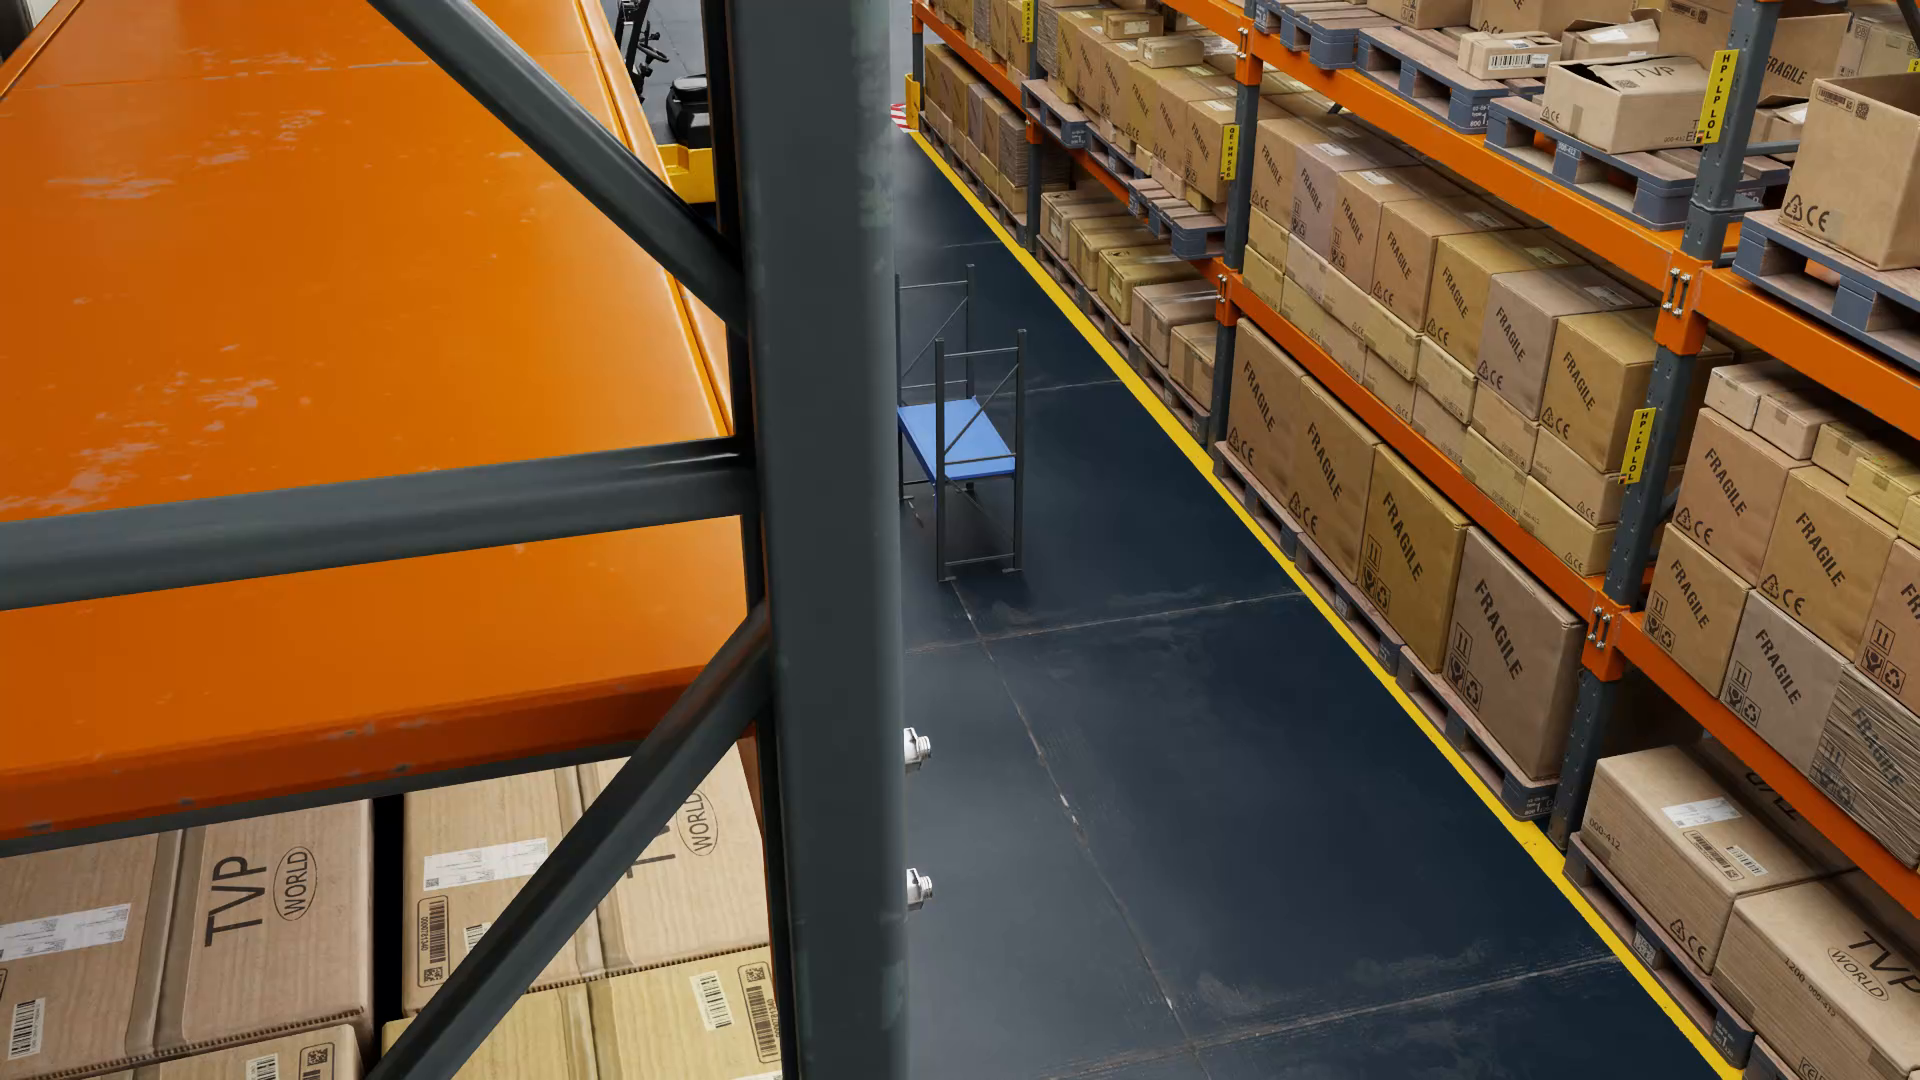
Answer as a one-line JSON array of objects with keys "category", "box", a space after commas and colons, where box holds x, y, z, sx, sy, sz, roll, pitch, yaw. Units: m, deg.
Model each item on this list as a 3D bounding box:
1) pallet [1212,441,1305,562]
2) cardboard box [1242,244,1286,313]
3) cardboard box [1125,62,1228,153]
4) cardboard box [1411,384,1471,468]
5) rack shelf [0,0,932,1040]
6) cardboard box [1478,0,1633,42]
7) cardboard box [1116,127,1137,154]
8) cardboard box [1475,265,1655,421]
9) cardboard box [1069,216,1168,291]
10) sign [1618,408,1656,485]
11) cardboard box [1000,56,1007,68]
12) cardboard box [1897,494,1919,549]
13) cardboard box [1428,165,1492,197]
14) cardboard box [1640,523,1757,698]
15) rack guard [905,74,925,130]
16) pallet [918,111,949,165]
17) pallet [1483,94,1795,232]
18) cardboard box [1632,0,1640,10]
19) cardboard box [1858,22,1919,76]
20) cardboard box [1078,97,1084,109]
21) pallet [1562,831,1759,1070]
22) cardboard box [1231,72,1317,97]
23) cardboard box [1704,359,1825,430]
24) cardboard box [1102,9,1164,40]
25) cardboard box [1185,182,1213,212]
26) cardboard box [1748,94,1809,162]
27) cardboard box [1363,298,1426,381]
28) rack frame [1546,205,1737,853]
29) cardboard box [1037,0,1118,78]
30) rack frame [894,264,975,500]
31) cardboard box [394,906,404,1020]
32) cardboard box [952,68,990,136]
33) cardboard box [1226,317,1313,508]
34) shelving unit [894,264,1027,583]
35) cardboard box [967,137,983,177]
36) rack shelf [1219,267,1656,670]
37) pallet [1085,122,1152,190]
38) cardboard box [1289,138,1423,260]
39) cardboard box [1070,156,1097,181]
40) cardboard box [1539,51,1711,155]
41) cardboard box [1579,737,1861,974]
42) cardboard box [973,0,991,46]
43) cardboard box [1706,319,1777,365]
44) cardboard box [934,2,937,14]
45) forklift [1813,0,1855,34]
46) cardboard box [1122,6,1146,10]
[{"category": "pallet", "box": [2.263, -0.312, 10.309, 1.003, 0.211, 1.213, -8, 31, -13]}, {"category": "cardboard box", "box": [2.014, -1.575, 9.857, 0.500, 0.250, 0.500, -8, 31, -14]}, {"category": "cardboard box", "box": [1.455, -2.938, 11.247, 0.500, 0.500, 0.500, -10, 32, -17]}, {"category": "cardboard box", "box": [2.576, -0.588, 8.153, 0.500, 0.250, 0.500, -9, 31, -15]}, {"category": "rack shelf", "box": [-1.066, -0.634, 2.814, 1.077, 0.370, 4.000, -8, 31, -13]}, {"category": "cardboard box", "box": [2.874, -2.620, 8.000, 0.500, 0.500, 0.500, -8, 31, -13]}, {"category": "cardboard box", "box": [1.325, -2.848, 11.738, 0.380, 0.149, 0.250, -9, 31, -15]}, {"category": "cardboard box", "box": [2.683, -0.885, 7.418, 0.500, 0.500, 0.500, -7, 31, -12]}, {"category": "cardboard box", "box": [1.401, -2.286, 13.141, 0.950, 0.372, 0.625, -6, 31, -10]}, {"category": "sign", "box": [2.668, -0.368, 6.545, 0.100, 0.325, 0.005, -8, 31, -13]}, {"category": "cardboard box", "box": [0.566, -4.226, 14.538, 0.380, 0.149, 0.250, -8, 31, -14]}, {"category": "cardboard box", "box": [3.263, -0.048, 5.324, 0.380, 0.149, 0.250, -9, 31, -15]}, {"category": "cardboard box", "box": [2.785, -1.683, 8.797, 0.500, 0.500, 0.500, -8, 31, -13]}, {"category": "cardboard box", "box": [3.060, 0.240, 6.472, 0.500, 0.500, 0.500, -7, 31, -12]}, {"category": "rack guard", "box": [0.023, -4.655, 17.524, 1.175, 0.500, 0.348, -8, 31, -13]}, {"category": "pallet", "box": [0.205, -4.133, 16.911, 1.003, 0.211, 1.213, -8, 31, -13]}, {"category": "pallet", "box": [2.897, -1.629, 6.999, 0.805, 0.209, 1.217, -9, 31, -15]}, {"category": "cardboard box", "box": [5.948, -4.786, 14.157, 0.700, 0.500, 0.500, -8, 31, -14]}, {"category": "cardboard box", "box": [6.763, -3.311, 11.609, 0.700, 0.500, 0.500, -8, 31, -14]}, {"category": "cardboard box", "box": [1.114, -3.357, 12.618, 0.380, 0.149, 0.250, -6, 31, -10]}, {"category": "pallet", "box": [3.315, 1.607, 6.994, 1.003, 0.211, 1.213, -8, 31, -13]}, {"category": "cardboard box", "box": [2.085, -2.762, 10.943, 0.500, 0.500, 0.500, -6, 31, -11]}, {"category": "cardboard box", "box": [3.022, -0.548, 6.187, 0.380, 0.149, 0.250, -8, 31, -14]}, {"category": "cardboard box", "box": [1.236, -3.691, 11.900, 0.380, 0.149, 0.250, -6, 31, -10]}, {"category": "cardboard box", "box": [1.672, -2.230, 10.670, 0.380, 0.149, 0.250, -7, 31, -13]}, {"category": "cardboard box", "box": [3.393, -1.688, 6.623, 0.396, 0.266, 0.258, -8, 31, -14]}, {"category": "cardboard box", "box": [2.401, -1.045, 8.442, 0.500, 0.250, 0.500, -7, 31, -12]}, {"category": "rack frame", "box": [3.188, 0.022, 6.948, 1.000, 3.000, 0.127, -8, 31, -13]}, {"category": "cardboard box", "box": [0.913, -3.931, 12.962, 0.500, 0.500, 0.500, -7, 31, -12]}, {"category": "rack frame", "box": [-0.158, -0.936, 10.101, 0.500, 1.500, 0.032, -8, 31, -13]}, {"category": "cardboard box", "box": [-1.063, 0.829, 2.412, 0.500, 0.250, 0.500, -8, 31, -13]}, {"category": "cardboard box", "box": [0.226, -4.157, 15.745, 0.500, 0.500, 0.500, -7, 31, -12]}, {"category": "cardboard box", "box": [2.230, -0.827, 10.118, 0.875, 0.875, 0.875, -8, 31, -14]}, {"category": "shelving unit", "box": [-0.023, -0.690, 9.677, 0.538, 1.500, 1.048, -8, 31, -13]}, {"category": "cardboard box", "box": [0.367, -3.585, 15.506, 0.500, 0.250, 0.500, -7, 31, -13]}, {"category": "rack shelf", "box": [2.657, -0.632, 8.797, 1.077, 0.370, 4.000, -8, 31, -13]}, {"category": "pallet", "box": [1.562, -2.777, 11.977, 1.003, 0.211, 1.213, -8, 31, -13]}, {"category": "cardboard box", "box": [2.163, -1.877, 9.131, 0.500, 0.500, 0.500, -8, 31, -13]}, {"category": "cardboard box", "box": [1.169, -3.479, 14.574, 0.500, 0.500, 0.500, -6, 31, -11]}, {"category": "cardboard box", "box": [2.752, -1.817, 6.801, 0.500, 0.311, 0.500, -8, 31, -13]}, {"category": "cardboard box", "box": [3.251, 1.267, 6.936, 0.875, 0.438, 0.875, -8, 31, -14]}, {"category": "cardboard box", "box": [0.422, -4.693, 14.698, 0.500, 0.500, 0.500, -7, 31, -12]}, {"category": "cardboard box", "box": [3.349, -0.705, 7.106, 0.500, 0.500, 0.500, -7, 31, -13]}, {"category": "cardboard box", "box": [-0.033, -5.214, 16.246, 0.380, 0.149, 0.250, -9, 31, -15]}, {"category": "forklift", "box": [4.661, -2.273, 10.982, 1.130, 2.935, 3.031, -7, 31, -11]}, {"category": "cardboard box", "box": [1.542, -3.763, 12.673, 0.500, 0.500, 0.500, -8, 31, -13]}]
